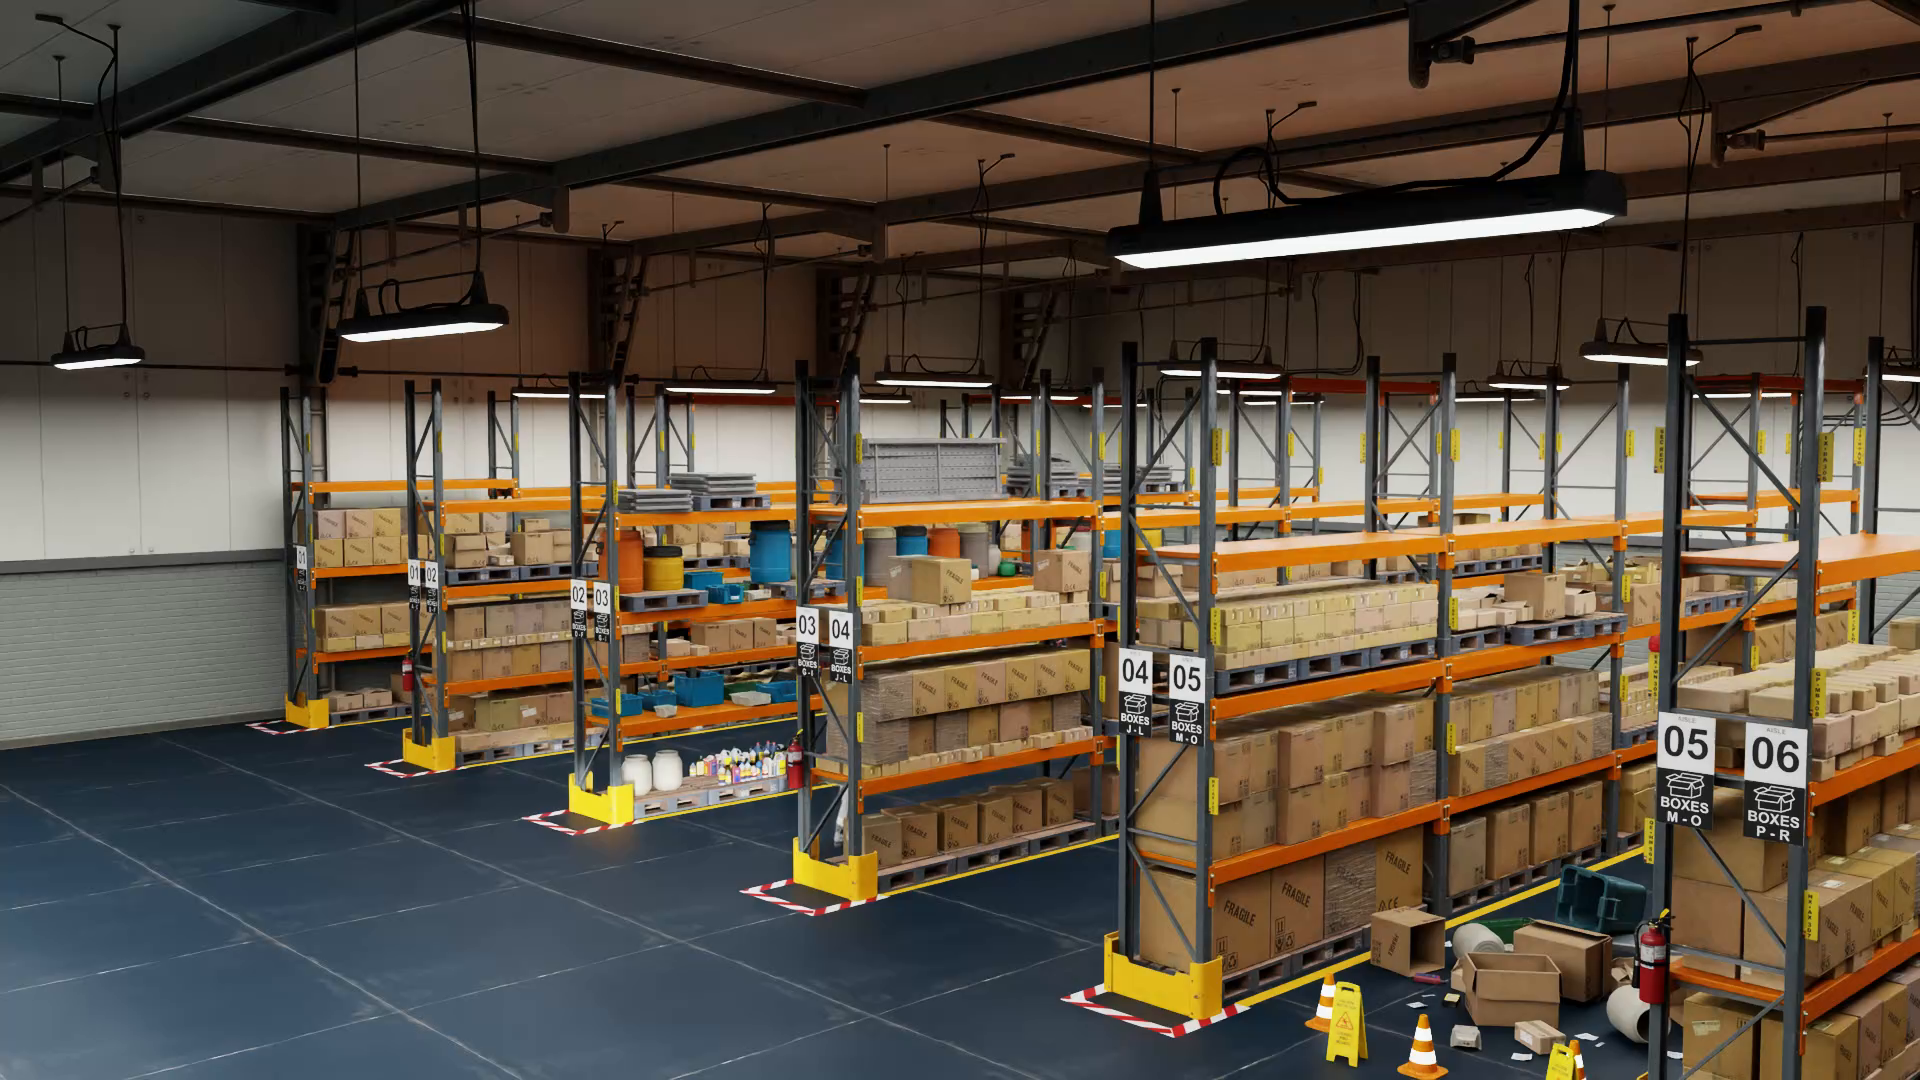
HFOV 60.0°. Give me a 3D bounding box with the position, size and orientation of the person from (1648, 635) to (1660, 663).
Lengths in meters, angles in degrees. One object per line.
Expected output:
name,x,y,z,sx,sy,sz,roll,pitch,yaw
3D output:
person,13.147,2.302,31.268,0.515,1.650,1.001,3,5,38

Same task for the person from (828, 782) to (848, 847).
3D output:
person,-1.379,2.959,20.854,0.548,1.825,0.548,3,5,39
